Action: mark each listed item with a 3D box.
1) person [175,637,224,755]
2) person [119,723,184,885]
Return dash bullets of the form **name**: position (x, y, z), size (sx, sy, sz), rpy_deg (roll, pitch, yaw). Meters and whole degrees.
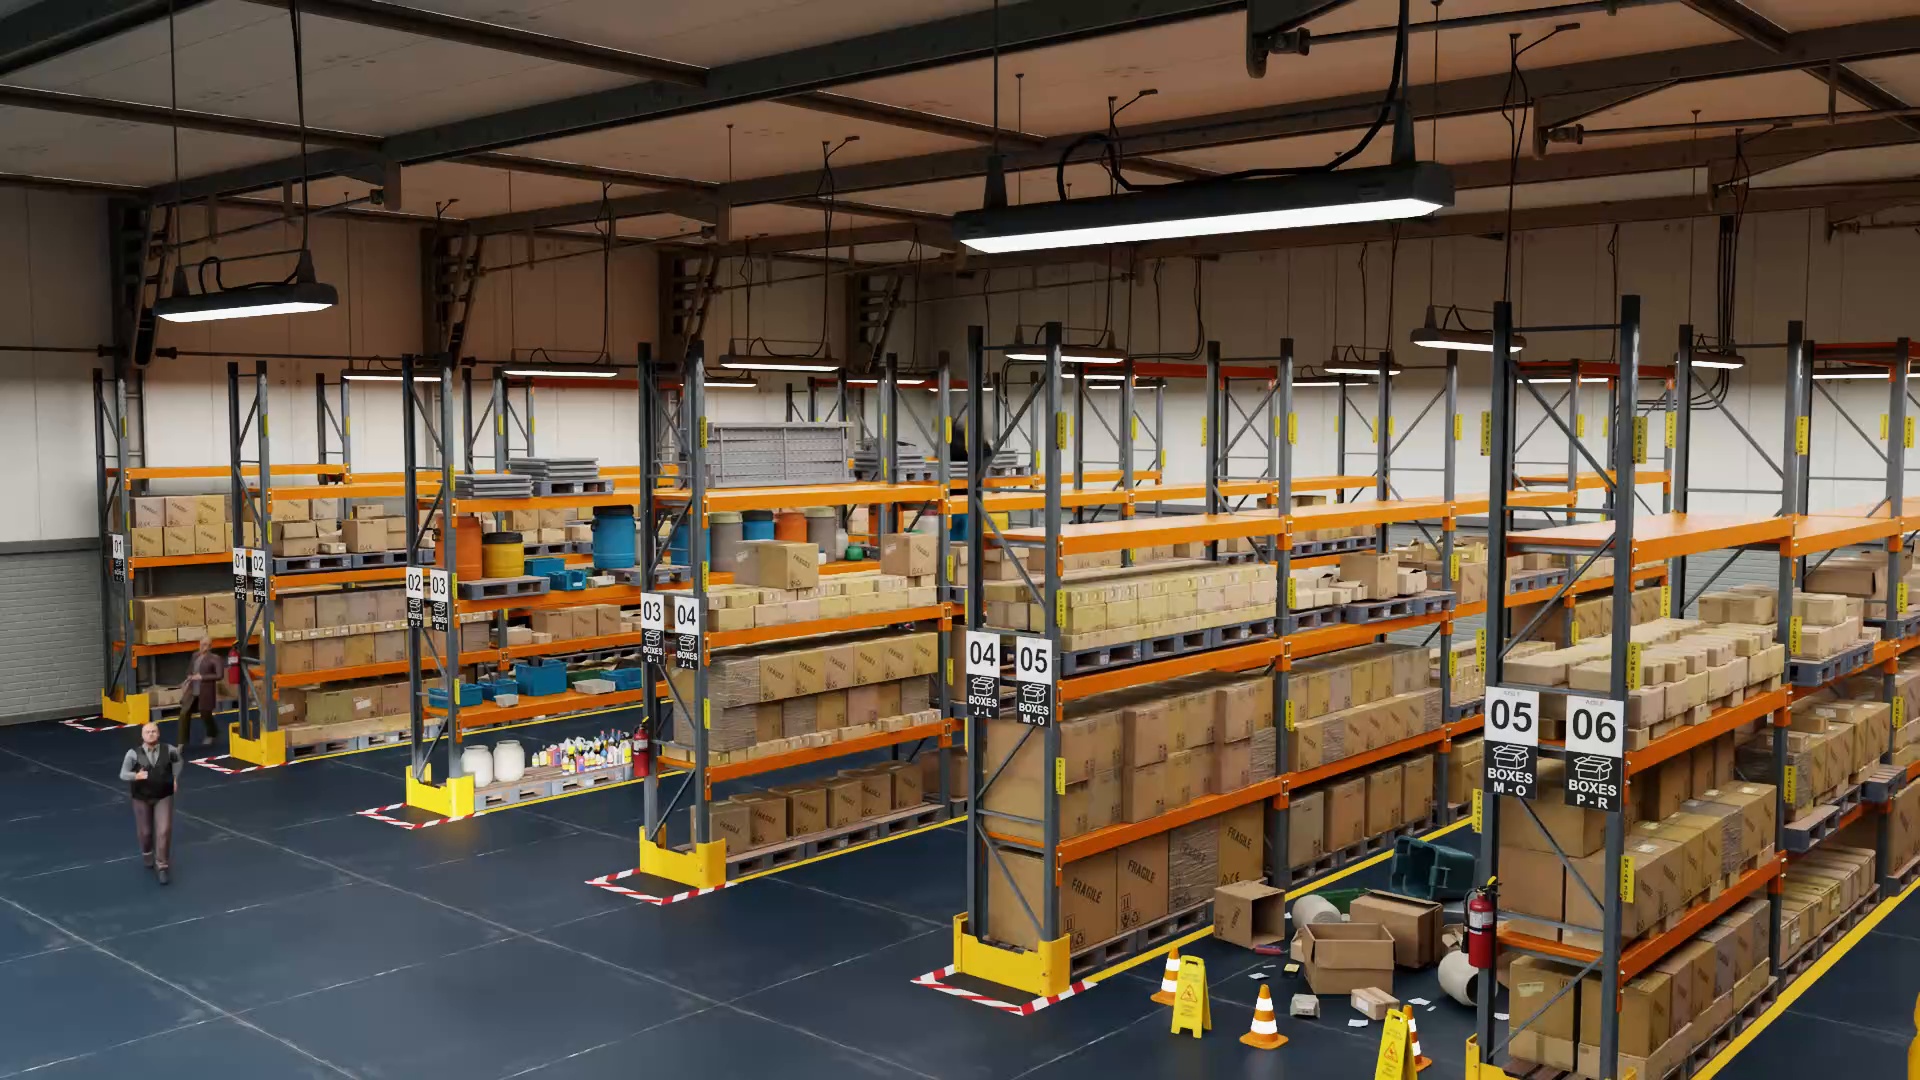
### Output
- **person**: position (-11.697, 2.393, 25.745), size (0.726, 1.801, 0.971), rpy_deg (0, 4, 6)
- **person**: position (-9.018, 2.911, 18.588), size (0.657, 1.732, 0.888), rpy_deg (-2, 5, -27)
